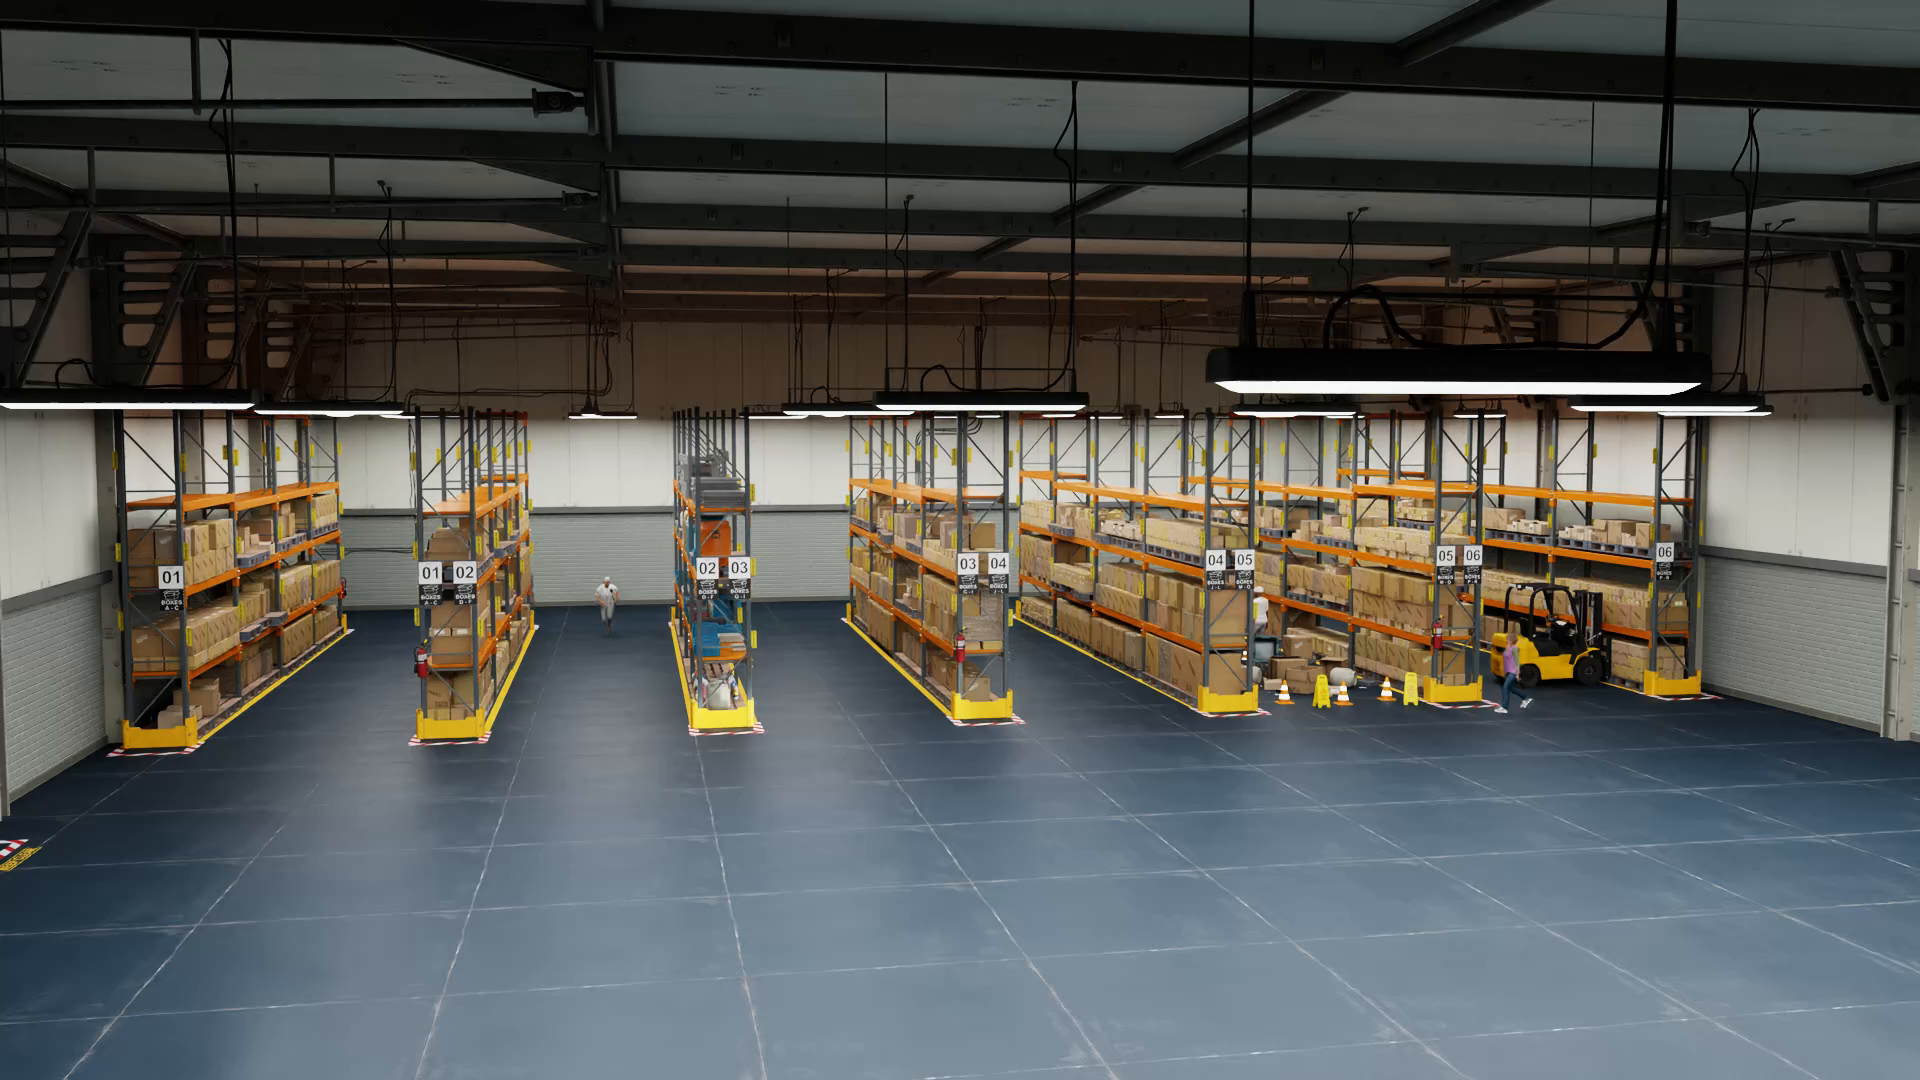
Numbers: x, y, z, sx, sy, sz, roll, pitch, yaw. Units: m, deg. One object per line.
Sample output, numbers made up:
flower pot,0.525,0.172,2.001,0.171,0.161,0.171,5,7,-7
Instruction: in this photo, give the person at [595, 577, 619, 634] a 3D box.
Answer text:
person,-9.479,1.759,44.705,0.588,1.578,0.750,0,4,-2

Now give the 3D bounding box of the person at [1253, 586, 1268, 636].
person,7.182,2.000,40.036,0.612,1.774,0.392,-4,6,-42

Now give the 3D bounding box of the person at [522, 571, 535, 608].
person,-12.454,1.467,47.615,0.604,1.709,0.548,3,5,32

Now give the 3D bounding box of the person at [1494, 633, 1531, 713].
person,10.893,2.604,32.674,0.847,1.559,0.415,-1,4,-10
